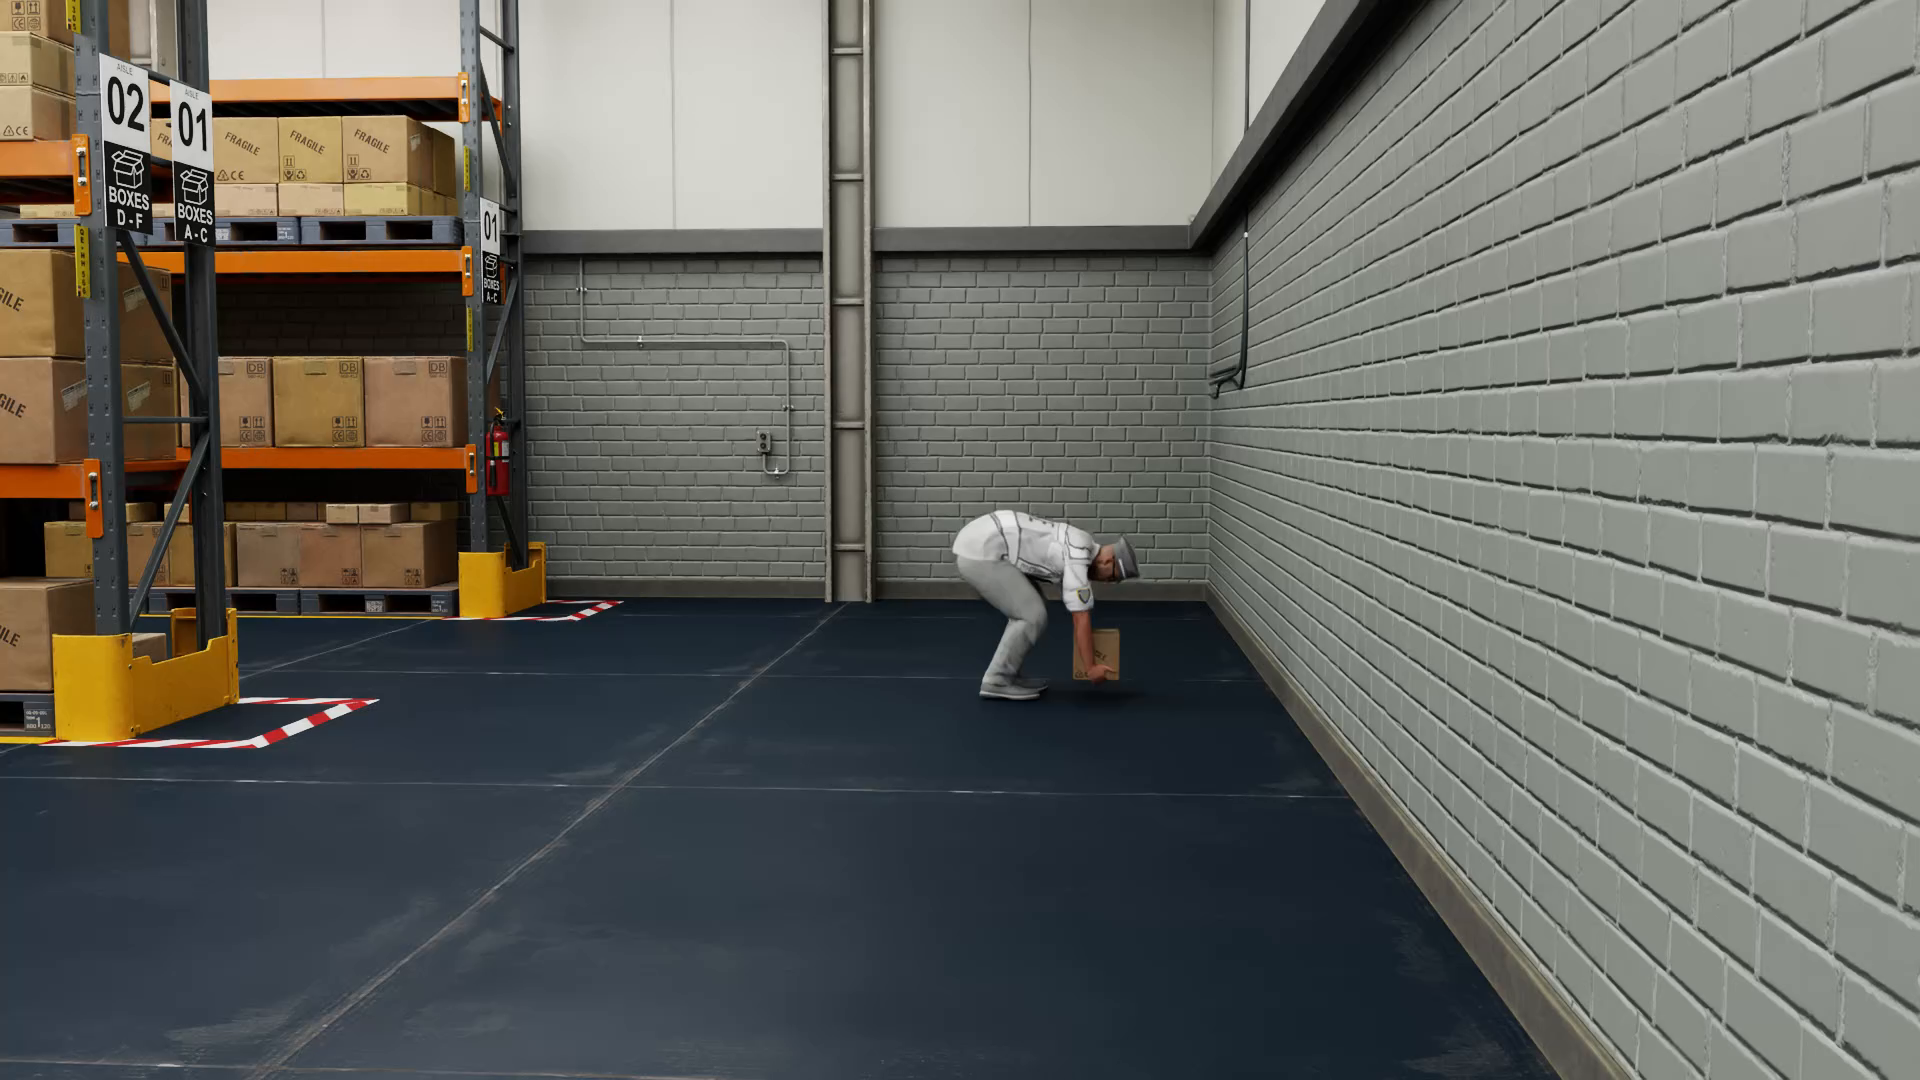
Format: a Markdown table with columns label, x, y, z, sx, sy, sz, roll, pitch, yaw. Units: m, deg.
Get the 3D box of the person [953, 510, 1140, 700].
| label | x | y | z | sx | sy | sz | roll | pitch | yaw |
| --- | --- | --- | --- | --- | --- | --- | --- | --- | --- |
| person | 0.472 | 0.347 | 9.103 | 1.030 | 1.020 | 0.516 | 0 | 4 | 1 |
